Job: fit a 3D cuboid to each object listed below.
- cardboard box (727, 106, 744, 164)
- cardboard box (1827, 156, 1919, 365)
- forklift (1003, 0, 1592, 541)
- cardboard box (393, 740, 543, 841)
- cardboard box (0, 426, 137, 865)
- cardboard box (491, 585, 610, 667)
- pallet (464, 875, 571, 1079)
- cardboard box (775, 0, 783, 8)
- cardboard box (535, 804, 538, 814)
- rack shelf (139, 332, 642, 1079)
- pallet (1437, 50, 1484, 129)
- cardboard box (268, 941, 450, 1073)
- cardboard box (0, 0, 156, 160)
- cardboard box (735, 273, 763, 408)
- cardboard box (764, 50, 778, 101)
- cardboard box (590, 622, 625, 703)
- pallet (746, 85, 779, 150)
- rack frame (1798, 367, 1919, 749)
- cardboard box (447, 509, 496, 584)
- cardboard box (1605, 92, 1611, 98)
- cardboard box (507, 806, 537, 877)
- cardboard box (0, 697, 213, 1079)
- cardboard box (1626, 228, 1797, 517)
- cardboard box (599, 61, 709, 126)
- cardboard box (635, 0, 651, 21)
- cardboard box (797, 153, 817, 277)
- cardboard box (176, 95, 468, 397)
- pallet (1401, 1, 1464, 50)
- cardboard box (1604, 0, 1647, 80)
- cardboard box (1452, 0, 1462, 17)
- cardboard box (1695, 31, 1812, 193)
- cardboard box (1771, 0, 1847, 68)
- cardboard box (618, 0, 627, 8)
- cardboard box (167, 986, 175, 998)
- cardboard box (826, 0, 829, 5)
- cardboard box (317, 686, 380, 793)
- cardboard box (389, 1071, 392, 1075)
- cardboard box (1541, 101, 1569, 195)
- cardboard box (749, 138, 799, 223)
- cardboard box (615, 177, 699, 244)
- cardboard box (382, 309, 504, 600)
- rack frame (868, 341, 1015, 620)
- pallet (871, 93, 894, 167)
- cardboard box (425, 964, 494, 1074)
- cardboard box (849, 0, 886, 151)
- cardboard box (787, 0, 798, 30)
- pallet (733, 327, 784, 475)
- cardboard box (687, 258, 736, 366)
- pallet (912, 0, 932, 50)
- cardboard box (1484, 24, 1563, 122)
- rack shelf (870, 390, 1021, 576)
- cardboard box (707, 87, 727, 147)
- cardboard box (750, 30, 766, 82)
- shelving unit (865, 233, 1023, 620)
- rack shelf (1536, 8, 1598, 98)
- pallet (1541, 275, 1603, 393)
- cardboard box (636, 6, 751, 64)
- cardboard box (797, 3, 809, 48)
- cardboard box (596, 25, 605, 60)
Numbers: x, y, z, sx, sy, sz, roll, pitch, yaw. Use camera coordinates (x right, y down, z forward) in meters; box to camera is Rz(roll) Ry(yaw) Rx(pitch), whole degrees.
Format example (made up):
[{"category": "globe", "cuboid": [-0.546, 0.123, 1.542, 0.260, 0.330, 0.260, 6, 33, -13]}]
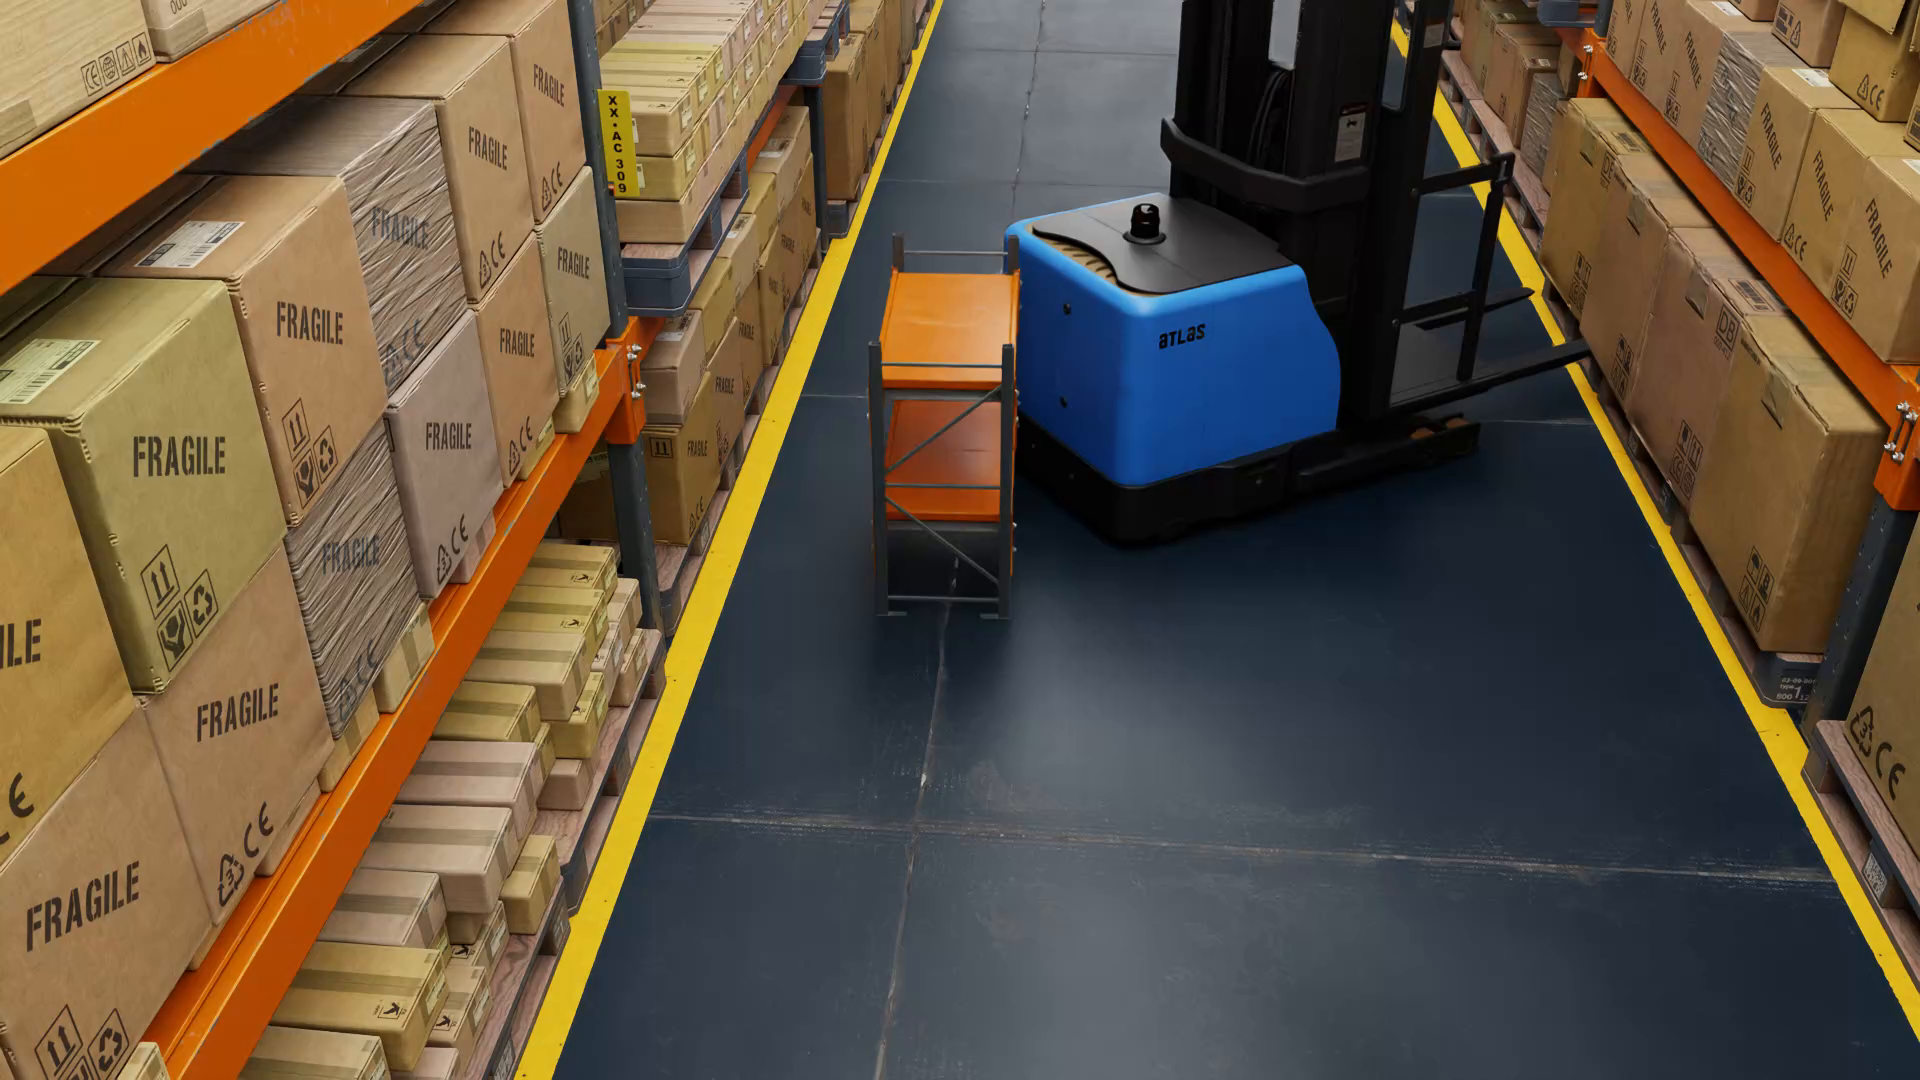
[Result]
[{"category": "cardboard box", "cuboid": [-1.017, -1.506, 6.174, 0.380, 0.149, 0.250, 3, 32, 4]}, {"category": "cardboard box", "cuboid": [3.131, -0.875, 5.215, 0.500, 0.500, 0.500, 3, 32, 4]}, {"category": "forklift", "cuboid": [1.704, -1.793, 6.865, 3.031, 2.935, 1.130, -16, 35, -25]}, {"category": "cardboard box", "cuboid": [-1.363, 0.682, 4.535, 0.380, 0.149, 0.250, 1, 32, 2]}, {"category": "cardboard box", "cuboid": [-1.560, 0.168, 2.286, 0.500, 0.500, 0.500, 3, 32, 5]}, {"category": "cardboard box", "cuboid": [-1.321, 0.273, 5.198, 0.380, 0.149, 0.250, 3, 32, 5]}, {"category": "pallet", "cuboid": [-1.686, 1.339, 4.377, 1.003, 0.211, 1.213, 2, 32, 4]}, {"category": "cardboard box", "cuboid": [-0.935, -2.306, 6.904, 0.380, 0.149, 0.250, 4, 32, 6]}, {"category": "cardboard box", "cuboid": [-1.467, 0.819, 4.878, 0.380, 0.149, 0.250, 2, 32, 3]}, {"category": "rack shelf", "cuboid": [-1.733, 0.511, 3.747, 1.077, 0.370, 4.000, 2, 32, 4]}, {"category": "pallet", "cuboid": [3.955, -3.165, 11.685, 1.003, 0.211, 1.213, 2, 32, 4]}, {"category": "cardboard box", "cuboid": [-1.427, 1.084, 3.882, 0.380, 0.149, 0.250, 3, 32, 5]}, {"category": "cardboard box", "cuboid": [-1.528, -0.731, 2.361, 0.500, 0.250, 0.500, 1, 32, 2]}, {"category": "cardboard box", "cuboid": [-1.175, -0.882, 7.304, 0.500, 0.500, 0.500, 3, 32, 5]}, {"category": "cardboard box", "cuboid": [-0.955, -1.914, 6.835, 0.380, 0.149, 0.250, 1, 32, 2]}, {"category": "cardboard box", "cuboid": [-1.288, 0.388, 5.295, 0.380, 0.149, 0.250, 1, 32, 2]}, {"category": "pallet", "cuboid": [-1.365, -1.814, 7.017, 1.003, 0.211, 1.213, 2, 32, 4]}, {"category": "rack frame", "cuboid": [3.365, -0.576, 4.826, 1.000, 3.000, 0.127, 2, 32, 4]}, {"category": "cardboard box", "cuboid": [-1.391, -0.021, 4.164, 0.380, 0.149, 0.250, 1, 32, 2]}, {"category": "cardboard box", "cuboid": [3.716, -2.462, 9.134, 0.500, 0.250, 0.500, 4, 32, 6]}, {"category": "cardboard box", "cuboid": [-1.412, 0.790, 4.643, 0.380, 0.149, 0.250, 3, 32, 5]}, {"category": "cardboard box", "cuboid": [-1.566, 0.578, 2.575, 0.500, 0.500, 0.500, 3, 32, 4]}, {"category": "cardboard box", "cuboid": [3.469, -0.653, 6.576, 1.225, 0.875, 0.875, 1, 32, 2]}, {"category": "cardboard box", "cuboid": [-1.063, -1.498, 5.594, 0.380, 0.149, 0.250, 3, 32, 5]}, {"category": "cardboard box", "cuboid": [-1.564, -2.343, 7.248, 0.380, 0.149, 0.250, 3, 32, 4]}, {"category": "cardboard box", "cuboid": [-1.037, -1.692, 8.618, 0.500, 0.500, 0.500, 2, 32, 4]}, {"category": "cardboard box", "cuboid": [-1.431, -0.641, 3.599, 0.500, 0.500, 0.500, 3, 32, 5]}, {"category": "pallet", "cuboid": [4.036, -3.925, 12.918, 1.003, 0.211, 1.213, 2, 32, 4]}, {"category": "cardboard box", "cuboid": [3.380, -2.468, 7.800, 0.500, 0.500, 0.500, 3, 32, 5]}, {"category": "cardboard box", "cuboid": [4.128, -4.381, 12.983, 0.500, 0.500, 0.500, 13, 34, 19]}, {"category": "cardboard box", "cuboid": [3.260, -1.669, 6.503, 0.500, 0.500, 0.500, 3, 32, 4]}, {"category": "cardboard box", "cuboid": [3.511, -2.064, 6.189, 0.797, 0.503, 0.637, 3, 32, 6]}, {"category": "cardboard box", "cuboid": [-1.580, -2.337, 6.955, 0.380, 0.149, 0.250, 3, 32, 5]}, {"category": "cardboard box", "cuboid": [-1.603, 0.788, 2.852, 0.380, 0.149, 0.250, 4, 32, 6]}, {"category": "cardboard box", "cuboid": [-0.826, -2.727, 8.155, 0.380, 0.149, 0.250, 3, 32, 5]}, {"category": "cardboard box", "cuboid": [-1.466, 0.384, 3.507, 0.380, 0.149, 0.250, 4, 32, 6]}, {"category": "cardboard box", "cuboid": [-1.550, 1.208, 3.965, 0.380, 0.149, 0.250, 4, 32, 7]}, {"category": "cardboard box", "cuboid": [3.726, -2.142, 9.330, 0.700, 0.500, 0.500, 1, 32, 1]}, {"category": "cardboard box", "cuboid": [-1.069, -1.733, 7.970, 0.500, 0.250, 0.500, 3, 32, 5]}, {"category": "cardboard box", "cuboid": [-1.079, -1.099, 5.513, 0.380, 0.149, 0.250, 1, 32, 2]}, {"category": "cardboard box", "cuboid": [-1.413, -0.214, 3.859, 0.500, 0.500, 0.500, 2, 32, 4]}, {"category": "rack frame", "cuboid": [-0.063, -0.191, 5.988, 0.500, 1.125, 0.032, 1, 32, 2]}, {"category": "pallet", "cuboid": [-1.003, -2.791, 11.077, 1.003, 0.211, 1.213, 2, 32, 4]}, {"category": "cardboard box", "cuboid": [-1.421, 1.216, 4.235, 0.380, 0.149, 0.250, 2, 32, 4]}, {"category": "cardboard box", "cuboid": [-1.037, -2.925, 10.382, 1.050, 0.750, 0.750, 3, 32, 5]}, {"category": "cardboard box", "cuboid": [-0.913, -2.315, 7.203, 0.380, 0.149, 0.250, 2, 32, 4]}, {"category": "pallet", "cuboid": [-1.411, -0.701, 7.686, 1.003, 0.211, 1.213, 2, 32, 4]}, {"category": "cardboard box", "cuboid": [-1.206, -0.928, 6.665, 0.500, 0.250, 0.500, 3, 32, 5]}, {"category": "pallet", "cuboid": [-0.779, -4.231, 13.415, 1.003, 0.211, 1.213, 2, 32, 4]}, {"category": "cardboard box", "cuboid": [3.842, -3.021, 10.757, 0.700, 0.500, 0.500, 0, 32, 0]}, {"category": "rack shelf", "cuboid": [-0.040, -0.249, 6.548, 0.538, 0.278, 1.000, 1, 32, 2]}, {"category": "cardboard box", "cuboid": [-1.040, -1.496, 5.874, 0.380, 0.149, 0.250, 3, 32, 5]}, {"category": "cardboard box", "cuboid": [-0.978, -1.912, 6.549, 0.380, 0.149, 0.250, 2, 32, 3]}, {"category": "shelving unit", "cuboid": [-0.040, -0.457, 6.420, 0.538, 1.125, 1.048, 1, 32, 2]}, {"category": "rack shelf", "cuboid": [3.854, -3.407, 10.105, 1.077, 0.370, 4.000, 2, 32, 4]}, {"category": "pallet", "cuboid": [3.552, -1.072, 8.288, 1.003, 0.211, 1.213, 2, 32, 4]}, {"category": "cardboard box", "cuboid": [-0.996, -1.897, 6.241, 0.380, 0.149, 0.250, 2, 32, 4]}, {"category": "cardboard box", "cuboid": [-0.893, -2.332, 7.515, 0.380, 0.149, 0.250, 2, 32, 3]}, {"category": "cardboard box", "cuboid": [-1.631, -1.945, 6.603, 0.380, 0.149, 0.250, 3, 32, 4]}]
